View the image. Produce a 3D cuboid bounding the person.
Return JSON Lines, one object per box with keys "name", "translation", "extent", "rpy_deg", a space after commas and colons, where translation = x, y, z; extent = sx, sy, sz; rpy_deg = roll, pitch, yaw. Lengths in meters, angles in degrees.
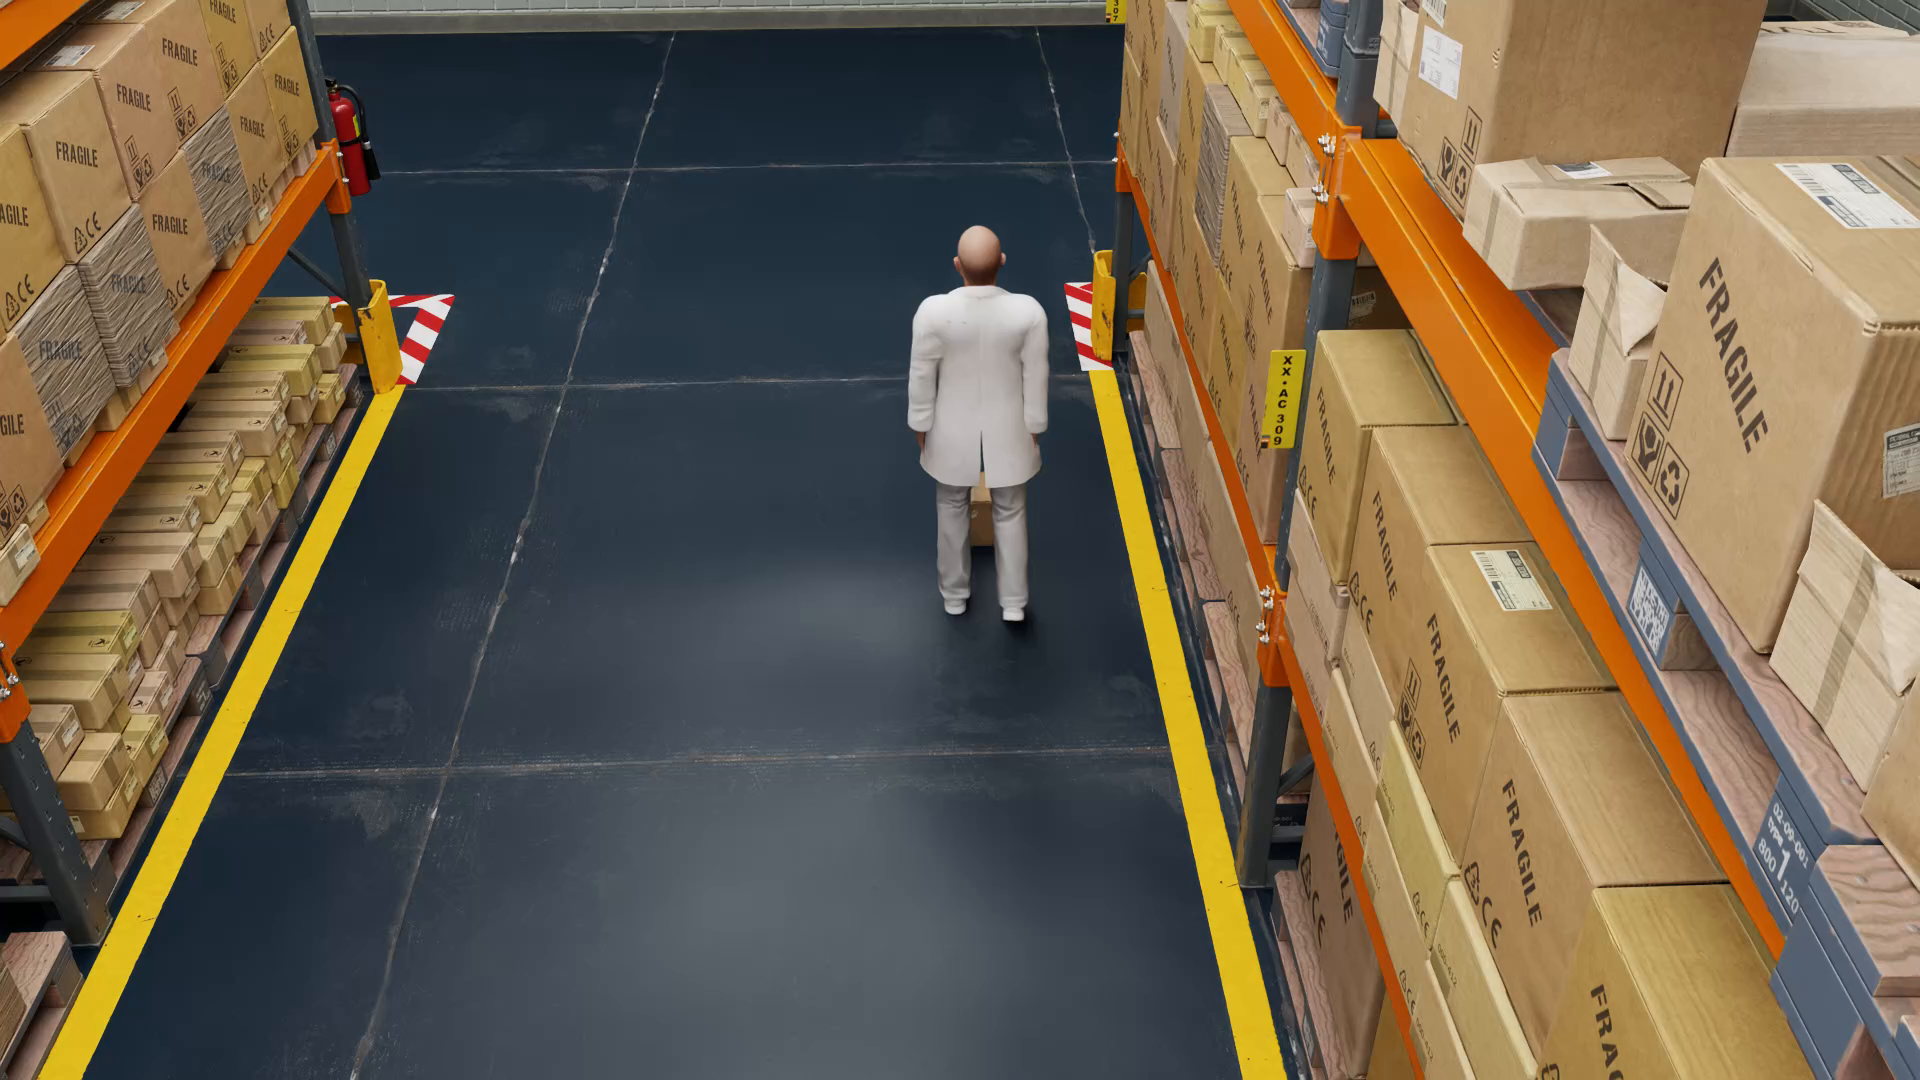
{"name": "person", "translation": [0.073, -0.451, 6.854], "extent": [0.575, 1.831, 0.482], "rpy_deg": [-1, 35, -1]}
